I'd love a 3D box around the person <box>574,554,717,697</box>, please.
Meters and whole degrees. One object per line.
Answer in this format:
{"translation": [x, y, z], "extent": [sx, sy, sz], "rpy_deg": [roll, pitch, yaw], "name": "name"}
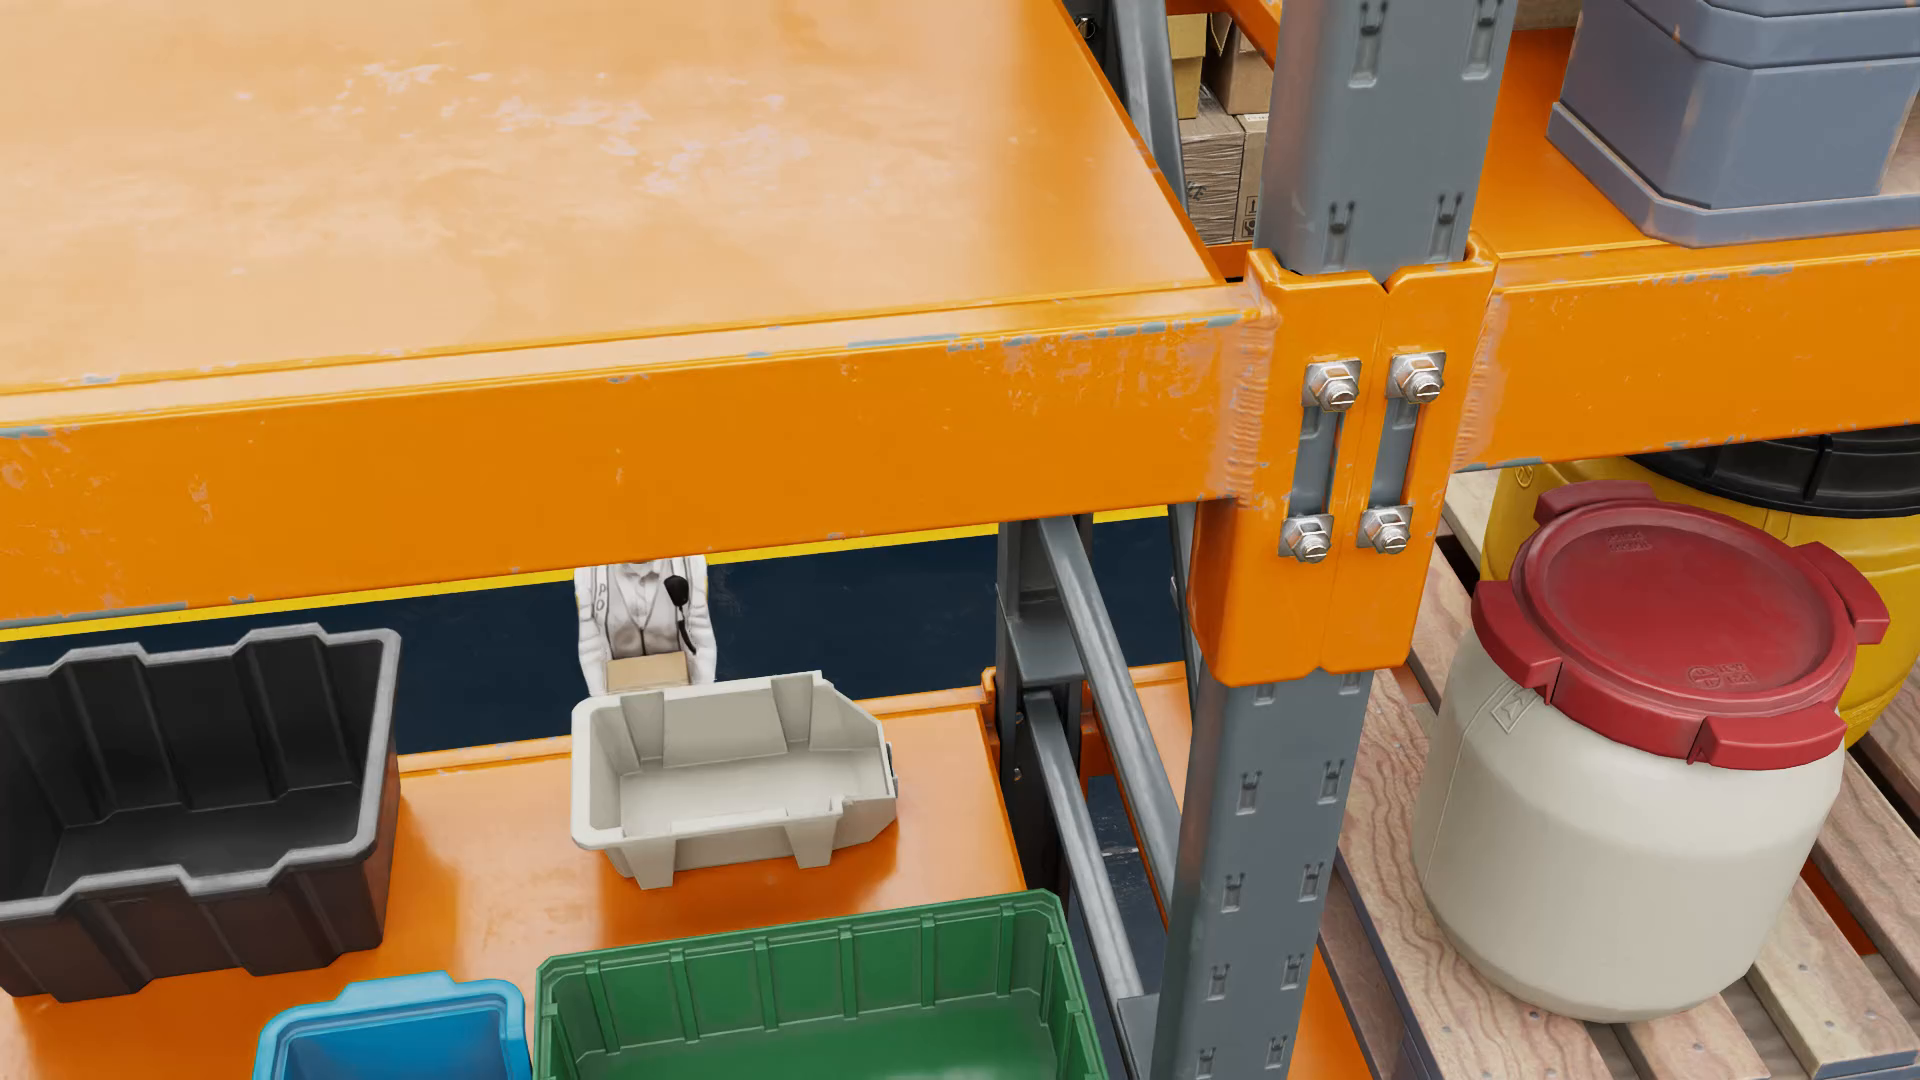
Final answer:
{"translation": [-1.001, 0.530, 5.481], "extent": [0.434, 1.691, 0.515], "rpy_deg": [-7, 39, -8], "name": "person"}
